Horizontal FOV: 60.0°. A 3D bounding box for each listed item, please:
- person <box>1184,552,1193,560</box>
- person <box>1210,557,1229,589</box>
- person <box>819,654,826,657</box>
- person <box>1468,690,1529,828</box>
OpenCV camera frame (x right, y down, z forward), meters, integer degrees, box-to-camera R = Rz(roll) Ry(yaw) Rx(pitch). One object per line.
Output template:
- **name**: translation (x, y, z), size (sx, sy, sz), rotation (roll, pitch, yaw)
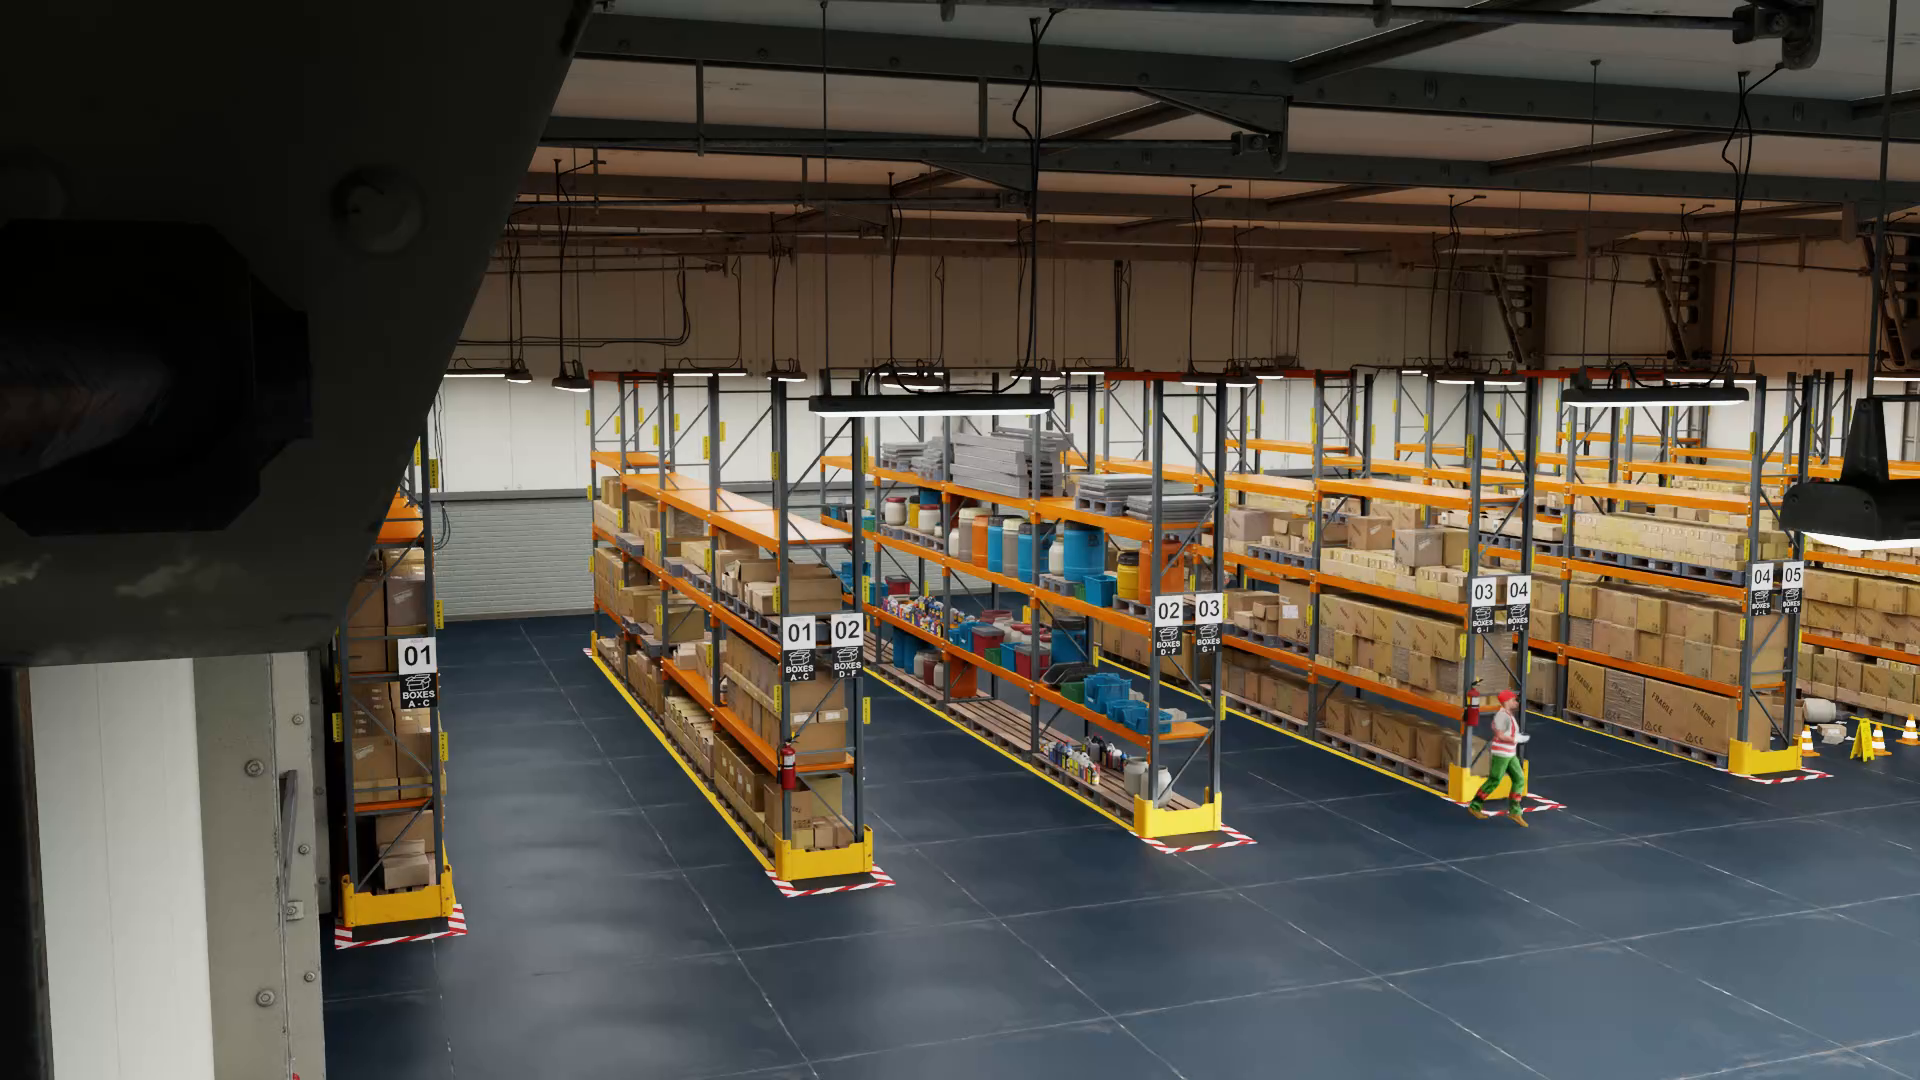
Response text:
- **person**: translation (5.552, 0.978, 40.673), size (0.685, 1.647, 0.540), rotation (5, 8, 37)
- **person**: translation (5.788, 1.244, 37.799), size (0.647, 1.853, 0.807), rotation (-2, 7, -14)
- **person**: translation (-2.629, 2.137, 30.015), size (0.587, 1.737, 0.807), rotation (-4, 8, -32)
- **person**: translation (7.338, 2.927, 22.482), size (0.804, 1.807, 0.676), rotation (4, 7, 31)
